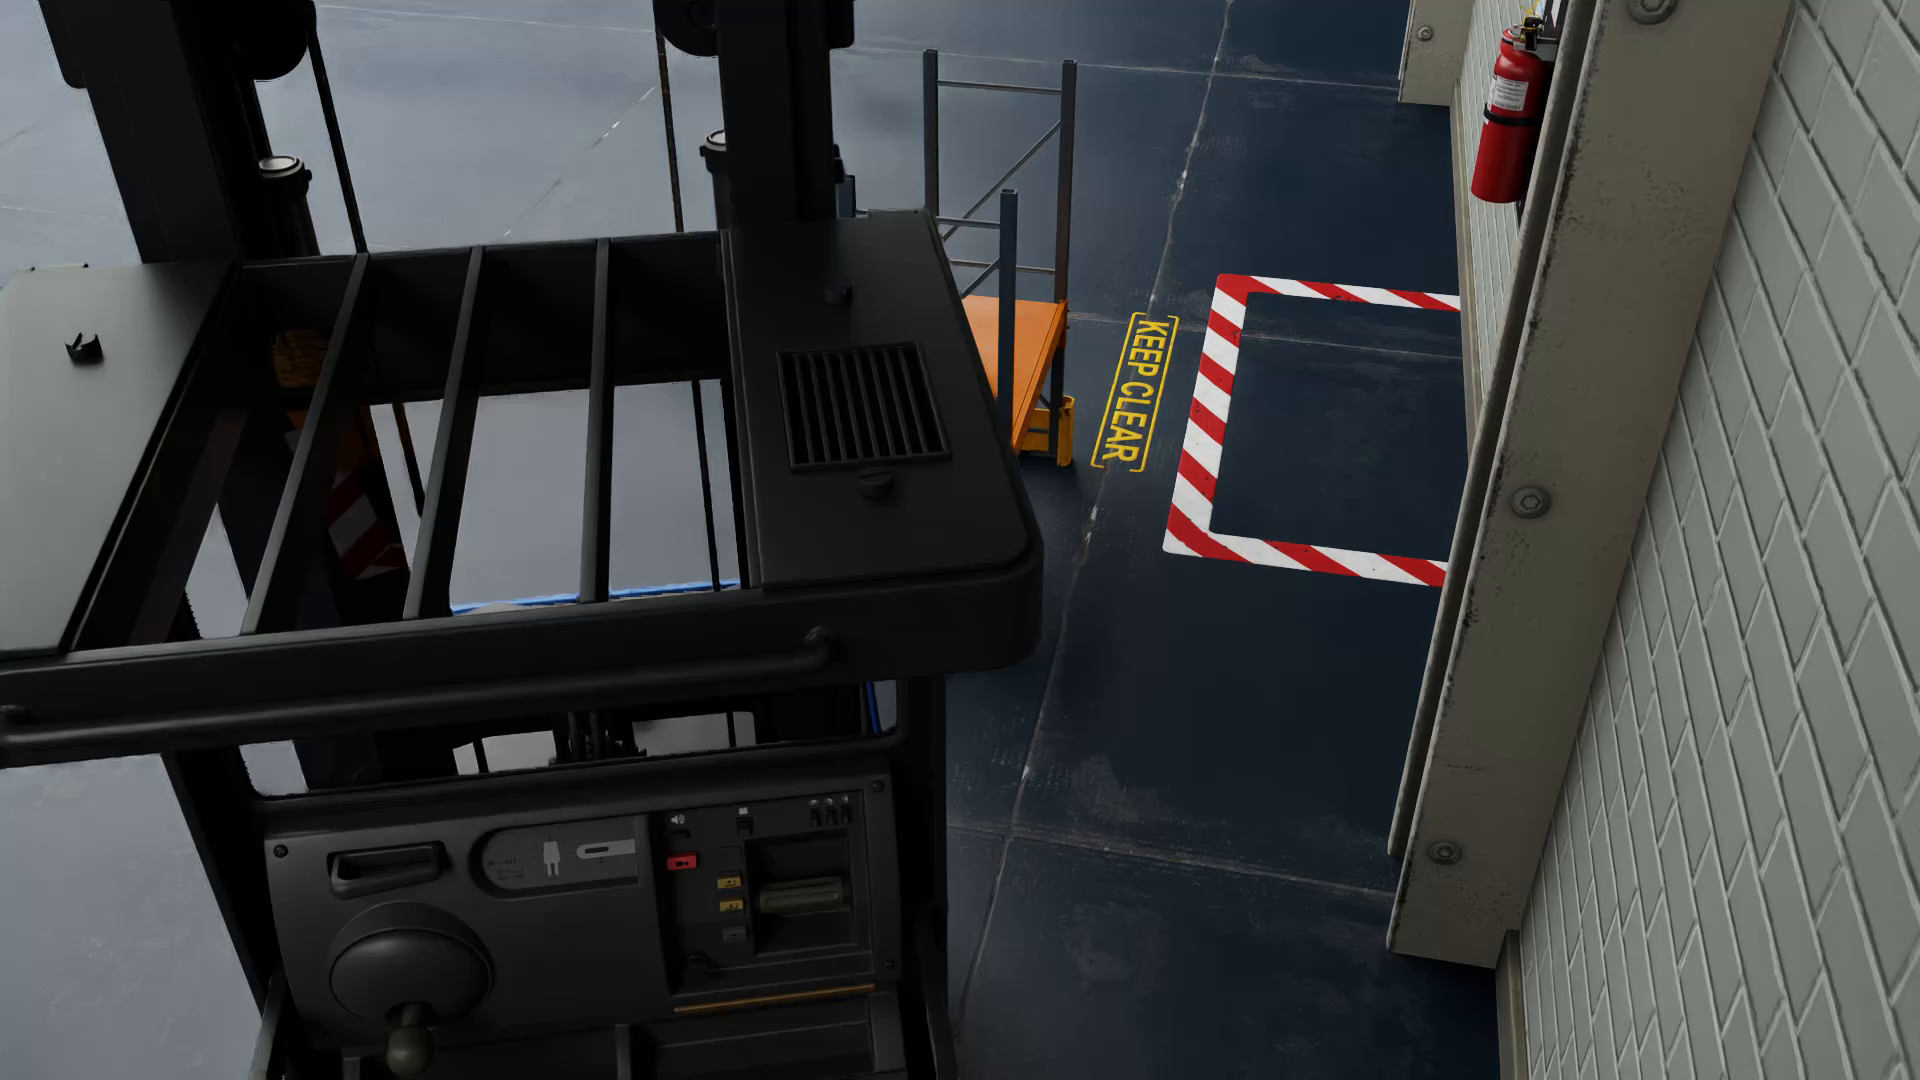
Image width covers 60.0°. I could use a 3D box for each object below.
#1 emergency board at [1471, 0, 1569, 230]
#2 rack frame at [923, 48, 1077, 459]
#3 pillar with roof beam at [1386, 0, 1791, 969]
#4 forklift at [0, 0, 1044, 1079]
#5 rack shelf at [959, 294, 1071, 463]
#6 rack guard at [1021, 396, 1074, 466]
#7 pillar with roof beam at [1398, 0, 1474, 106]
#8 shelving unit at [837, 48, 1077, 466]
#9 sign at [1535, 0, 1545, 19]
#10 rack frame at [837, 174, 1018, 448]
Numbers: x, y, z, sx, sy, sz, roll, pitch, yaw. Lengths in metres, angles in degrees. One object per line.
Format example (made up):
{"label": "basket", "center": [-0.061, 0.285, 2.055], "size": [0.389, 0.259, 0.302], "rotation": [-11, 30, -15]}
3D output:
{"label": "emergency board", "center": [1.859, -1.662, 5.487], "size": [0.194, 1.169, 0.643], "rotation": [7, 37, 10]}
{"label": "rack frame", "center": [0.127, -0.948, 5.779], "size": [0.500, 1.500, 0.032], "rotation": [7, 37, 10]}
{"label": "pillar with roof beam", "center": [-2.912, -3.219, 2.523], "size": [9.100, 9.000, 0.400], "rotation": [7, 37, 10]}
{"label": "forklift", "center": [-0.524, 0.640, 2.370], "size": [1.130, 2.935, 3.031], "rotation": [-5, 36, -7]}
{"label": "rack shelf", "center": [0.018, -0.511, 5.483], "size": [0.538, 0.185, 1.000], "rotation": [7, 37, 10]}
{"label": "rack guard", "center": [0.123, -0.430, 6.131], "size": [0.587, 0.250, 0.087], "rotation": [7, 37, 10]}
{"label": "pillar with roof beam", "center": [-1.630, -6.658, 7.269], "size": [9.100, 9.000, 0.400], "rotation": [7, 37, 10]}
{"label": "shelving unit", "center": [0.016, -0.651, 5.370], "size": [0.587, 1.500, 1.083], "rotation": [7, 37, 10]}
{"label": "sign", "center": [2.078, -1.980, 5.896], "size": [0.001, 0.329, 0.234], "rotation": [7, 37, 10]}
{"label": "rack frame", "center": [-0.090, -0.365, 4.975], "size": [0.500, 1.500, 0.032], "rotation": [7, 37, 10]}
